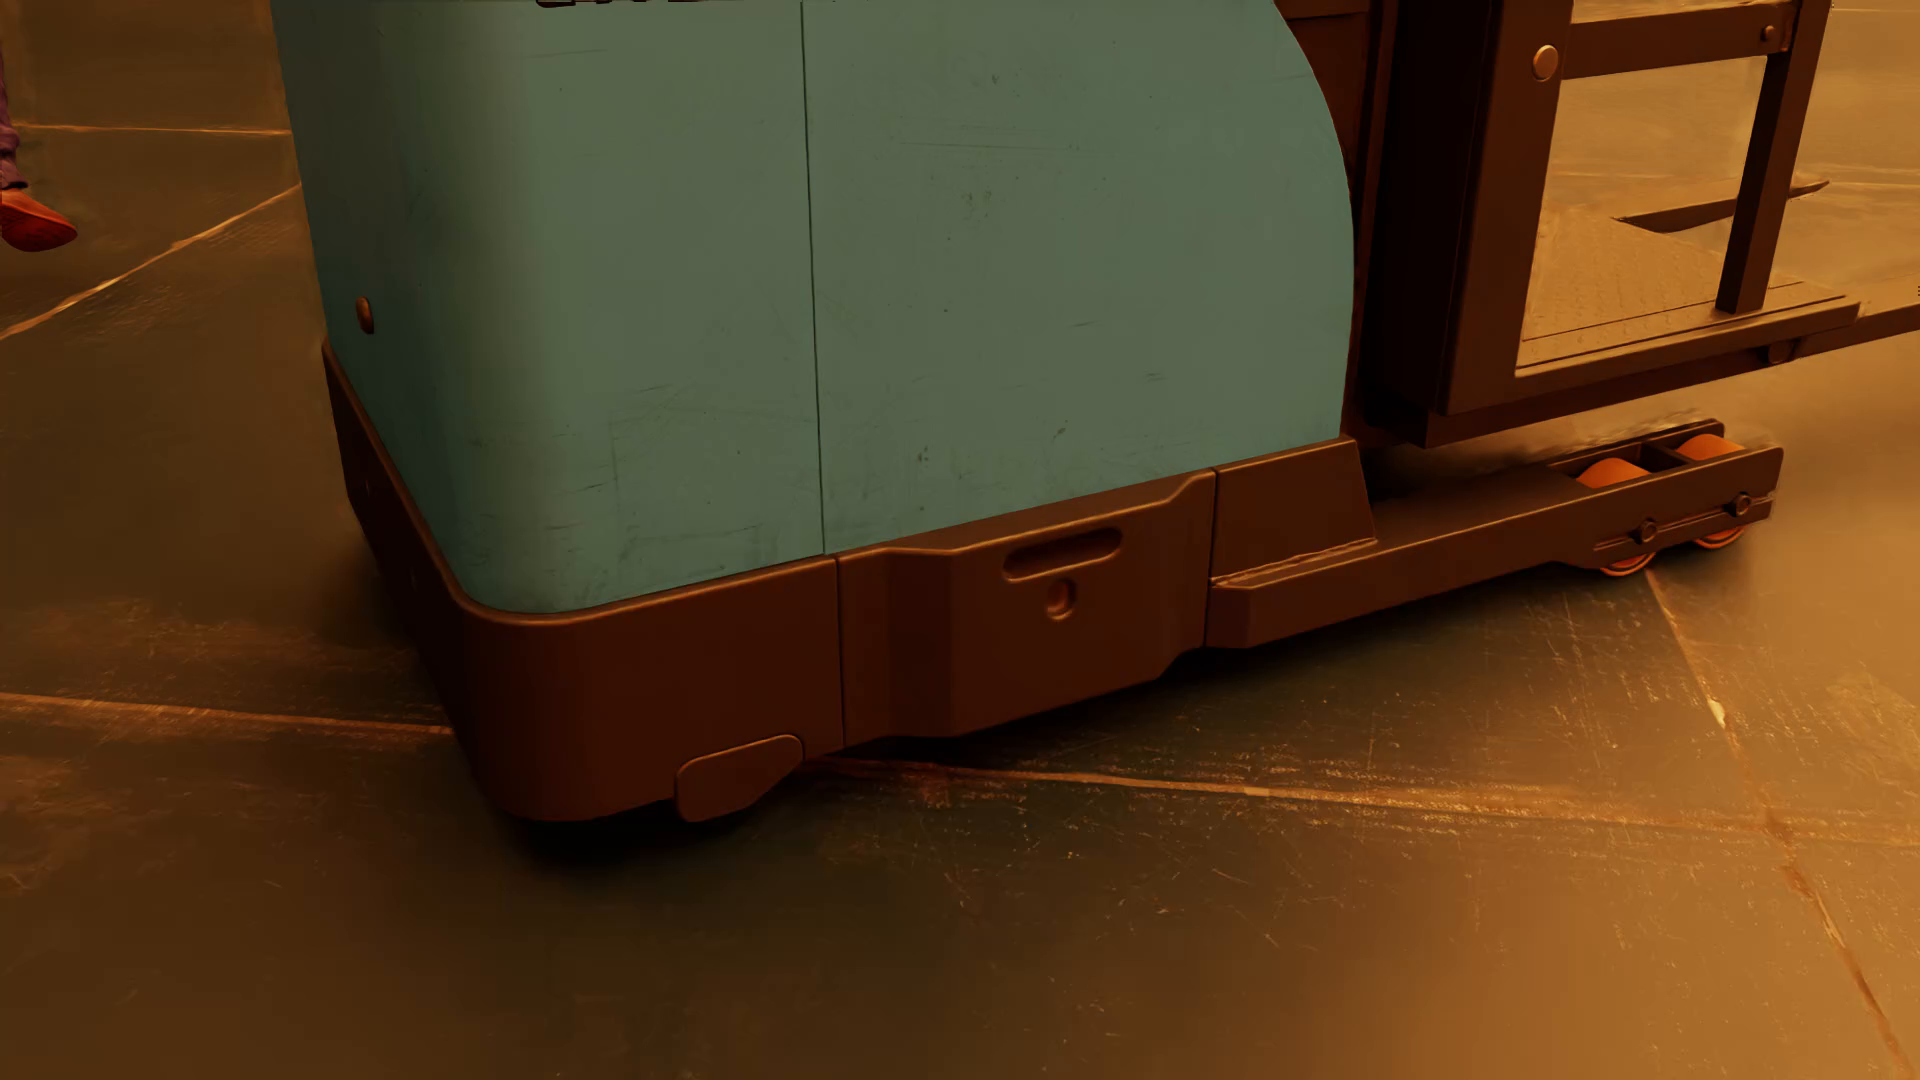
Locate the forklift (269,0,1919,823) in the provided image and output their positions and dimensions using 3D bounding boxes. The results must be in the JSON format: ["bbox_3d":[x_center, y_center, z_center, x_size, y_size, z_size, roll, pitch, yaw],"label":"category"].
[{"bbox_3d":[0.634,-1.454,2.132,3.031,2.935,1.130,-13,29,-24],"label":"forklift"}]

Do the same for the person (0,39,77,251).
[{"bbox_3d":[-2.214,-1.108,3.190,0.727,1.422,0.651,-5,27,-10],"label":"person"}]
